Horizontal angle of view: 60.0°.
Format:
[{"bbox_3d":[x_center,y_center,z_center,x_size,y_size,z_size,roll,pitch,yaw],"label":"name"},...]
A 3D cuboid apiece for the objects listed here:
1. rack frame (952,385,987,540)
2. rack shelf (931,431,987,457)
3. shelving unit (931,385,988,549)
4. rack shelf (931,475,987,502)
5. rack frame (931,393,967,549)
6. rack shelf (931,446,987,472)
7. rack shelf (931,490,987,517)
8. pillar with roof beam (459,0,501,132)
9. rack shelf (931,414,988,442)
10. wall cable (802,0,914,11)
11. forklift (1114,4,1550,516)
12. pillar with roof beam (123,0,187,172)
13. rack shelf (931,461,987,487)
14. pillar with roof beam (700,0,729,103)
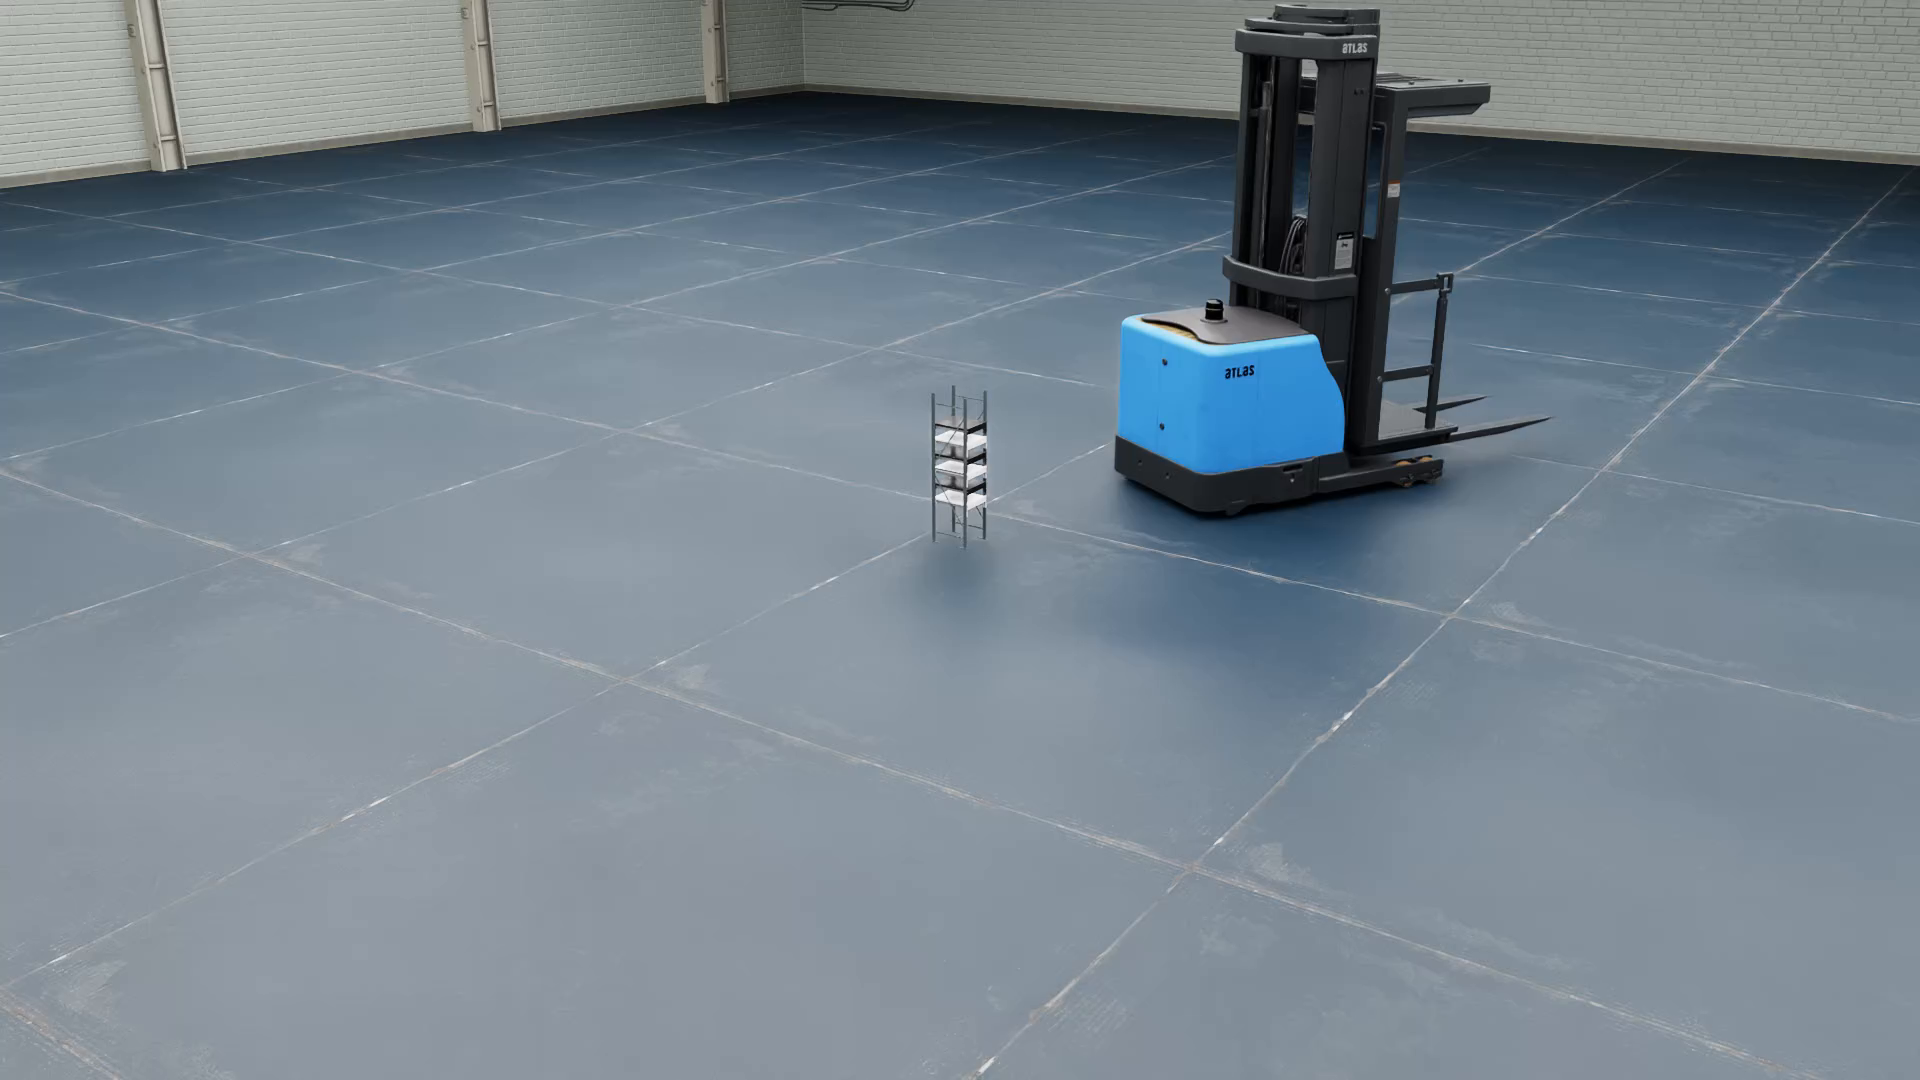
[{"bbox_3d":[0.053,-0.449,9.681,0.240,0.900,0.006,13,24,32],"label":"rack frame"},{"bbox_3d":[-0.005,-0.557,9.552,0.258,0.077,0.200,13,24,32],"label":"rack shelf"},{"bbox_3d":[-0.005,-0.420,9.603,0.258,0.900,0.210,13,24,32],"label":"shelving unit"},{"bbox_3d":[-0.005,-0.304,9.645,0.258,0.077,0.200,13,24,32],"label":"rack shelf"},{"bbox_3d":[-0.062,-0.391,9.524,0.240,0.900,0.006,13,24,32],"label":"rack frame"},{"bbox_3d":[-0.005,-0.473,9.583,0.258,0.077,0.200,13,24,32],"label":"rack shelf"},{"bbox_3d":[-0.005,-0.220,9.677,0.258,0.077,0.200,13,24,32],"label":"rack shelf"},{"bbox_3d":[-4.756,-10.582,25.402,9.100,9.000,0.400,13,24,32],"label":"pillar with roof beam"},{"bbox_3d":[-0.005,-0.642,9.520,0.258,0.077,0.200,13,24,32],"label":"rack shelf"},{"bbox_3d":[-2.194,-12.274,34.453,3.097,2.526,0.112,13,24,32],"label":"wall cable"},{"bbox_3d":[2.549,-1.864,10.580,3.031,2.935,1.130,-10,23,-26],"label":"forklift"},{"bbox_3d":[-8.129,-8.861,20.748,9.100,9.000,0.400,13,24,32],"label":"pillar with roof beam"},{"bbox_3d":[-0.005,-0.388,9.614,0.258,0.077,0.200,13,24,32],"label":"rack shelf"},{"bbox_3d":[-1.383,-12.304,30.056,9.100,9.000,0.400,13,24,32],"label":"pillar with roof beam"}]
